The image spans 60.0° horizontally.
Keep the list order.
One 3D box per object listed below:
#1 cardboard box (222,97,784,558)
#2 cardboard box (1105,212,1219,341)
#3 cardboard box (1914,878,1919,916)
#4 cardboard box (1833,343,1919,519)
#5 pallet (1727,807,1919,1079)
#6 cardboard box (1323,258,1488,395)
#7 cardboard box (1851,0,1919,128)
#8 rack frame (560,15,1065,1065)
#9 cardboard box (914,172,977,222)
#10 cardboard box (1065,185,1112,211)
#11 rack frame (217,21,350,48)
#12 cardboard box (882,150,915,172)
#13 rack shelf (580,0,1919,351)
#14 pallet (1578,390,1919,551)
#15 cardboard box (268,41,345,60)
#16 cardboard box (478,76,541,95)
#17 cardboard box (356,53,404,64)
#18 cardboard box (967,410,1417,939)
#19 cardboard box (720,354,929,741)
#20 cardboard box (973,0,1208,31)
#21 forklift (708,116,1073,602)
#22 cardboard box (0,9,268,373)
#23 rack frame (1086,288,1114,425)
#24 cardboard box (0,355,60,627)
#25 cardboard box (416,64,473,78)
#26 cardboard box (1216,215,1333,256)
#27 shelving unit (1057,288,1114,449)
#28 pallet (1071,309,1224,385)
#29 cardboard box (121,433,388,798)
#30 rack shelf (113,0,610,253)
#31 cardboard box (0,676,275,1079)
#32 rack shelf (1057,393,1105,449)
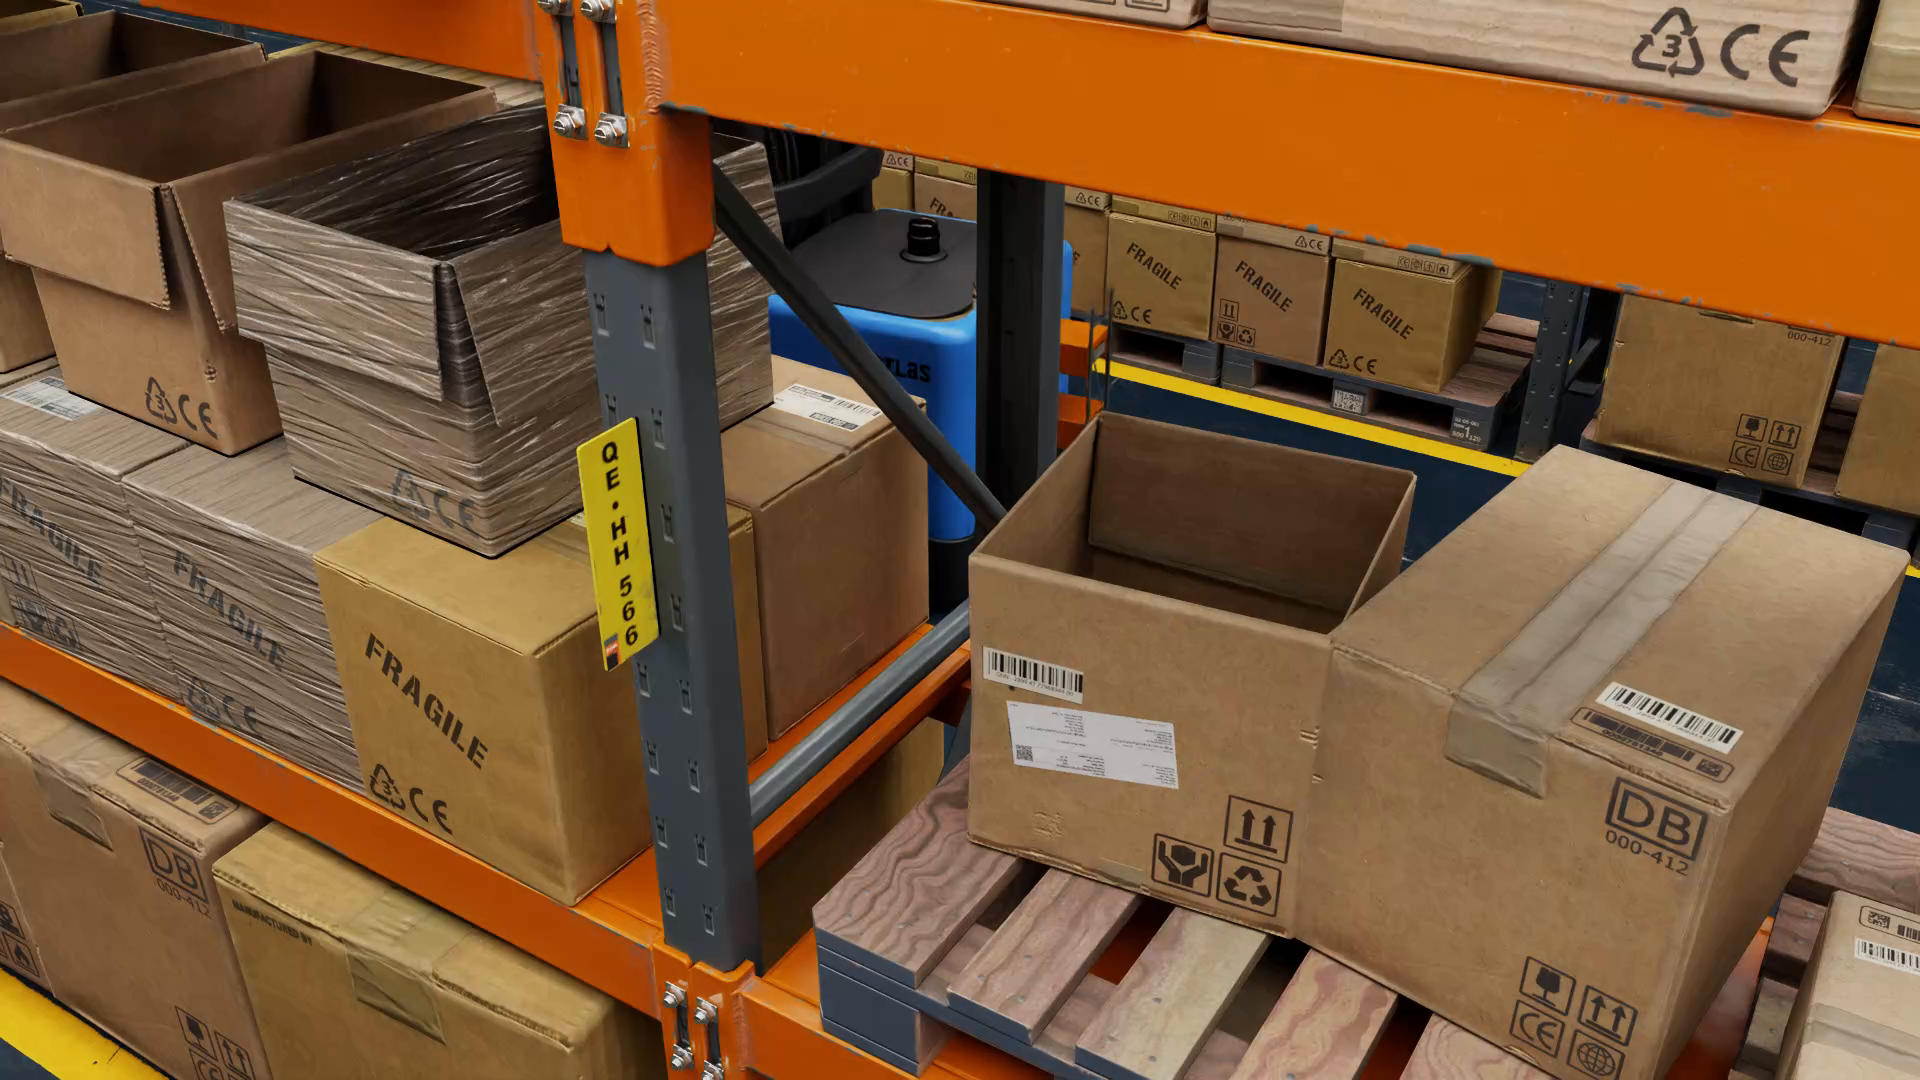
[{"bbox_3d":[-0.749,-0.407,2.877,0.637,0.503,0.797,19,35,29],"label":"cardboard box"},{"bbox_3d":[0.993,-1.260,7.497,0.500,0.500,0.500,16,34,25],"label":"cardboard box"},{"bbox_3d":[1.417,0.480,2.167,0.258,0.266,0.396,17,34,26],"label":"cardboard box"},{"bbox_3d":[3.794,-0.593,6.106,0.750,0.750,1.050,18,35,28],"label":"cardboard box"},{"bbox_3d":[1.560,0.868,1.977,1.213,0.211,1.003,18,35,27],"label":"pallet"},{"bbox_3d":[1.887,-0.984,7.025,0.500,0.500,0.500,17,34,27],"label":"cardboard box"},{"bbox_3d":[0.999,-0.453,1.222,0.500,0.250,0.500,18,35,28],"label":"cardboard box"},{"bbox_3d":[-0.137,0.270,2.810,0.053,2.616,0.949,18,35,27],"label":"rack frame"},{"bbox_3d":[0.130,-1.539,7.975,0.500,0.500,0.500,19,35,29],"label":"cardboard box"},{"bbox_3d":[0.563,-1.724,7.549,0.500,0.250,0.500,19,35,29],"label":"cardboard box"},{"bbox_3d":[-4.192,-3.961,10.063,0.127,3.000,1.000,18,35,27],"label":"rack frame"},{"bbox_3d":[-0.319,-2.004,8.029,0.500,0.250,0.500,16,34,25],"label":"cardboard box"},{"bbox_3d":[1.555,-0.177,1.314,4.000,0.370,1.077,18,35,27],"label":"rack shelf"},{"bbox_3d":[3.211,-0.370,6.675,1.213,0.211,1.003,18,35,27],"label":"pallet"},{"bbox_3d":[-3.929,-2.883,10.037,0.250,0.149,0.380,16,34,25],"label":"cardboard box"},{"bbox_3d":[-2.540,-2.512,9.401,0.250,0.149,0.380,18,35,27],"label":"cardboard box"},{"bbox_3d":[-3.486,-2.738,9.789,0.250,0.149,0.380,17,35,27],"label":"cardboard box"},{"bbox_3d":[0.340,0.175,2.458,0.500,0.500,0.500,13,33,21],"label":"cardboard box"},{"bbox_3d":[-0.406,-0.018,3.204,0.500,0.500,0.500,19,35,29],"label":"cardboard box"},{"bbox_3d":[0.124,-0.724,1.687,0.500,0.250,0.500,18,35,28],"label":"cardboard box"},{"bbox_3d":[-1.137,-1.533,5.969,3.031,2.935,1.130,13,33,21],"label":"forklift"},{"bbox_3d":[-1.871,-0.760,3.481,0.637,0.503,0.797,19,35,29],"label":"cardboard box"},{"bbox_3d":[0.475,-0.352,5.812,0.008,1.050,0.200,13,33,21],"label":"rack frame"},{"bbox_3d":[-1.980,-0.208,3.531,0.500,0.500,0.500,18,35,28],"label":"cardboard box"},{"bbox_3d":[-3.002,-2.629,9.601,0.250,0.149,0.380,19,35,29],"label":"cardboard box"},{"bbox_3d":[1.431,-1.446,7.071,0.500,0.250,0.500,18,35,28],"label":"cardboard box"},{"bbox_3d":[0.365,-0.378,5.856,0.252,1.050,0.215,13,33,21],"label":"shelving unit"},{"bbox_3d":[0.893,-1.151,8.013,1.213,0.211,1.003,18,35,27],"label":"pallet"},{"bbox_3d":[-1.108,0.066,3.061,0.500,0.500,0.500,17,34,27],"label":"cardboard box"},{"bbox_3d":[-1.833,-1.249,3.151,4.000,0.370,1.077,18,35,27],"label":"rack shelf"},{"bbox_3d":[-1.463,0.572,3.984,0.875,0.875,1.225,18,35,27],"label":"cardboard box"},{"bbox_3d":[0.365,-0.369,5.862,0.240,0.259,0.215,13,33,21],"label":"rack shelf"}]
